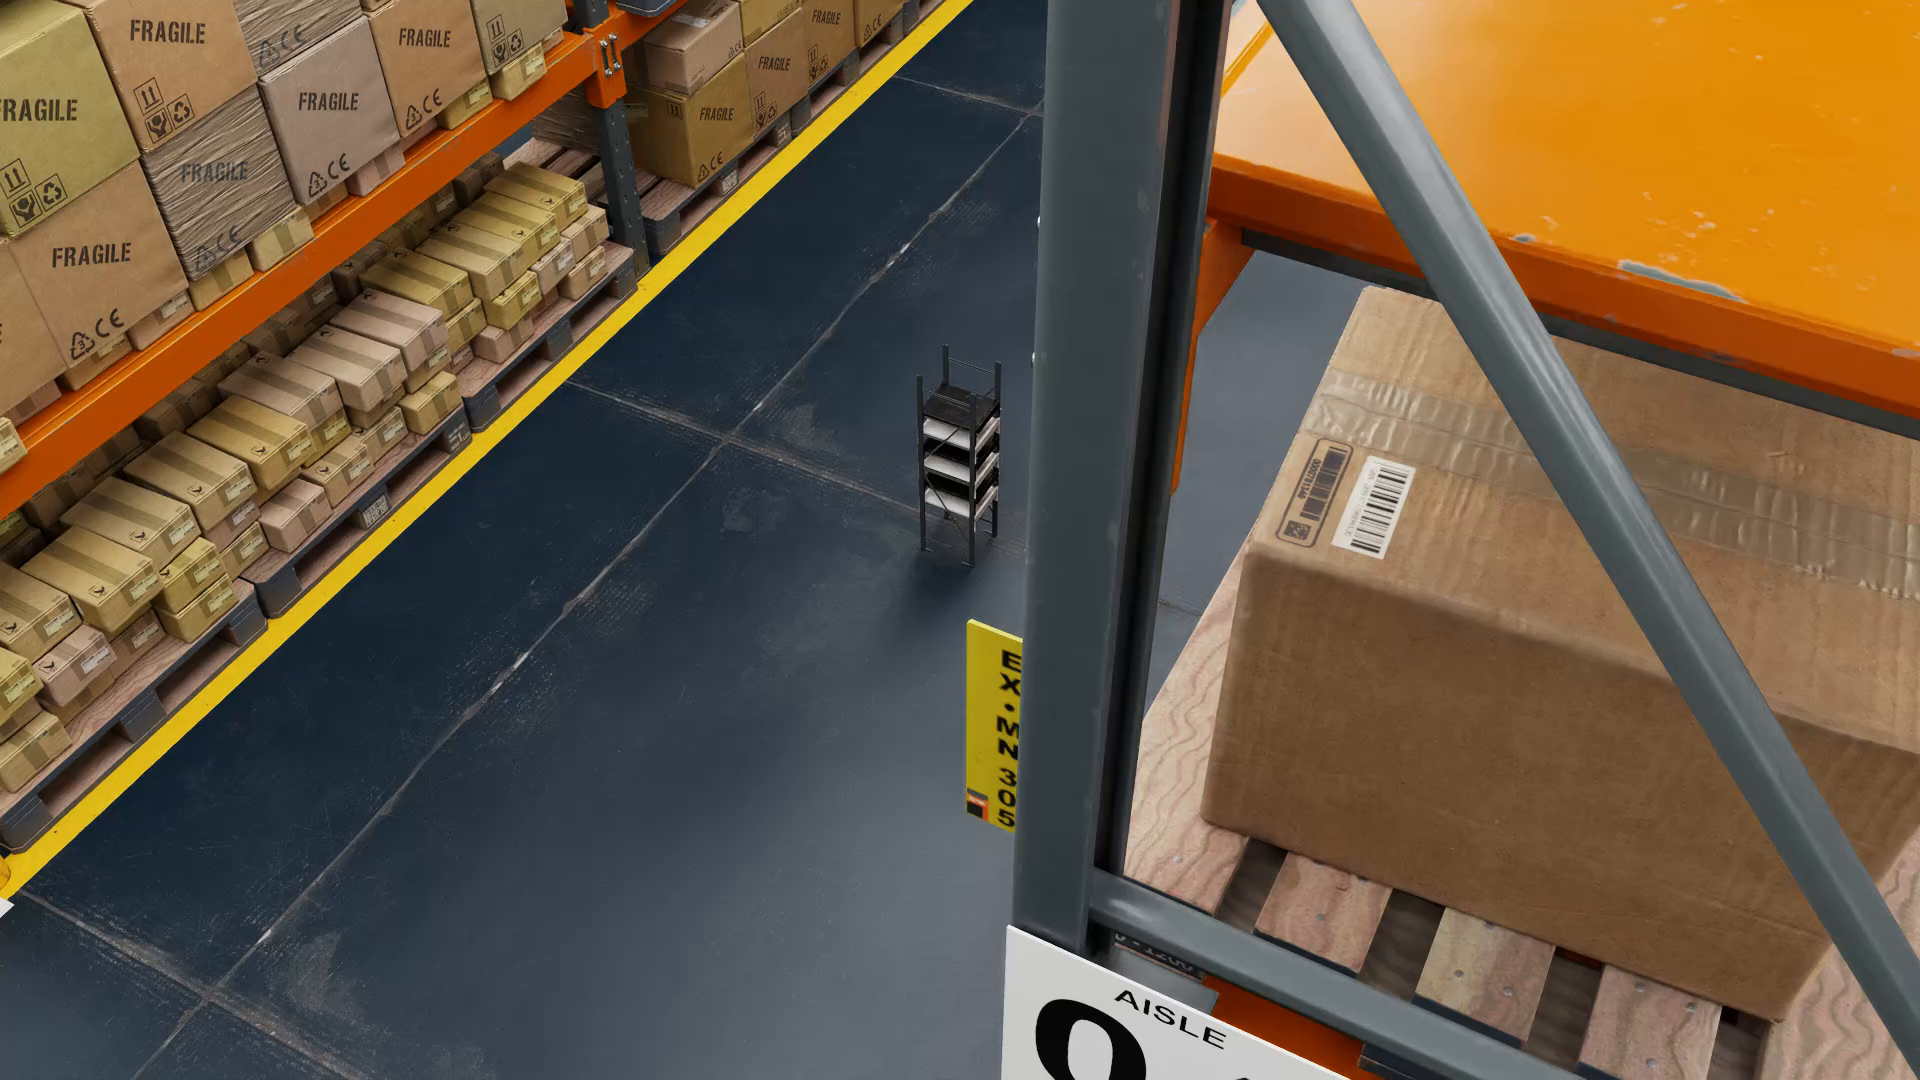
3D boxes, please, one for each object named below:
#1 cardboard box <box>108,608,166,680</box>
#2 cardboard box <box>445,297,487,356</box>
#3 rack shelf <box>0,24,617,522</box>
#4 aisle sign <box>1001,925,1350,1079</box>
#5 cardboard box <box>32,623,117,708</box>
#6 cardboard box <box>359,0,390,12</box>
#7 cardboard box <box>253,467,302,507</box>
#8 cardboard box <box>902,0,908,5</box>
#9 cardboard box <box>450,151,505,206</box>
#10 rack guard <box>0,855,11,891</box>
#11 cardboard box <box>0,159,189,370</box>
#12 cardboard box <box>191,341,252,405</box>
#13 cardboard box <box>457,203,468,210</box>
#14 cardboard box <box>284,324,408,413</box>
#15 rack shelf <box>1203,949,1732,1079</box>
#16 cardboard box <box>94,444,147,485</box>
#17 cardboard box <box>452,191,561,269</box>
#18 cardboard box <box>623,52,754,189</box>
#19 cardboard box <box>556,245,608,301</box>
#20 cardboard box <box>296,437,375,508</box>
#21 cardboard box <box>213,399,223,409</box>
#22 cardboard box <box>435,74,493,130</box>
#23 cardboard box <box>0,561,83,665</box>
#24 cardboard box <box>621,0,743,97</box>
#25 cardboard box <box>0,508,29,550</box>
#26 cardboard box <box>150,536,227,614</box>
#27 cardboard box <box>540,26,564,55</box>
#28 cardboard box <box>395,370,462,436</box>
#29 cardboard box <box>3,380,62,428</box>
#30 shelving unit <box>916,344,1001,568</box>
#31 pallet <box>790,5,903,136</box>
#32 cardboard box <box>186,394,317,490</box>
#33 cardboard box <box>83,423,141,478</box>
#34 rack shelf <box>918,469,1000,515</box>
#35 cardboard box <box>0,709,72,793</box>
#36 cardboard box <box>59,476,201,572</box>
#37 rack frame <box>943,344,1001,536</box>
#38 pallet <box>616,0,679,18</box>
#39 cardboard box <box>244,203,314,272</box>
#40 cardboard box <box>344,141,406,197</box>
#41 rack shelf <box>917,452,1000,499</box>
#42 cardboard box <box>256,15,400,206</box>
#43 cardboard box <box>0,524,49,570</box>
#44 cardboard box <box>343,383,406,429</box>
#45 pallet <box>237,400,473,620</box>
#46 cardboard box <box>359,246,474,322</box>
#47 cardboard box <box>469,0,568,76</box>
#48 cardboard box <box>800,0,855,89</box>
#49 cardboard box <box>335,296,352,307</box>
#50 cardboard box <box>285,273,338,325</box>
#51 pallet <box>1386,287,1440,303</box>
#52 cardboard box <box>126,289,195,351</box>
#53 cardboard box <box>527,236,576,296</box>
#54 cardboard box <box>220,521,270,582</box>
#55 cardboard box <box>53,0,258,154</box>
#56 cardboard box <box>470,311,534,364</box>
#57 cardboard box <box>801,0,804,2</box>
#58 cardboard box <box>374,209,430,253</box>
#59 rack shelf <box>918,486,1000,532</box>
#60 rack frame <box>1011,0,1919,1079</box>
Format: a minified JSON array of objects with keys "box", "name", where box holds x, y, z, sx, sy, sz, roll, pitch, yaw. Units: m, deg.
[{"box":[-3.135,0.314,6.040,0.380,0.149,0.250,21,49,19],"name":"cardboard box"},{"box":[-2.254,-0.957,7.087,0.380,0.149,0.250,21,49,19],"name":"cardboard box"},{"box":[-2.892,-0.972,6.108,1.077,0.370,4.000,20,49,19],"name":"rack shelf"},{"box":[0.227,0.769,2.054,0.394,0.787,0.004,20,49,19],"name":"aisle sign"},{"box":[-3.172,0.386,5.760,0.380,0.149,0.250,20,49,19],"name":"cardboard box"},{"box":[-2.177,-2.263,5.896,0.500,0.500,0.500,19,48,18],"name":"cardboard box"},{"box":[-2.794,-0.307,6.444,0.380,0.149,0.250,23,50,21],"name":"cardboard box"},{"box":[-0.425,-3.447,9.510,0.500,0.500,0.500,22,49,21],"name":"cardboard box"},{"box":[-2.307,-1.691,7.603,0.380,0.149,0.250,22,49,21],"name":"cardboard box"},{"box":[-3.785,0.866,5.543,1.175,0.500,0.348,20,49,19],"name":"rack guard"},{"box":[-2.902,-0.947,5.297,0.500,0.500,0.500,21,49,20],"name":"cardboard box"},{"box":[-3.055,-0.715,6.639,0.380,0.149,0.250,21,49,19],"name":"cardboard box"},{"box":[-2.415,-1.612,7.735,0.380,0.149,0.250,23,50,21],"name":"cardboard box"},{"box":[-2.438,-0.684,6.608,0.380,0.149,0.250,19,48,18],"name":"cardboard box"},{"box":[1.455,-0.325,3.359,1.077,0.370,4.000,20,49,19],"name":"rack shelf"},{"box":[-3.359,-0.300,6.438,0.380,0.149,0.250,21,49,20],"name":"cardboard box"},{"box":[-1.981,-1.356,7.272,0.380,0.149,0.250,21,49,20],"name":"cardboard box"},{"box":[-1.385,-2.132,8.210,0.500,0.500,0.500,22,49,21],"name":"cardboard box"},{"box":[-1.843,-1.271,7.606,0.380,0.149,0.250,21,49,20],"name":"cardboard box"},{"box":[-2.587,-0.314,6.661,0.380,0.149,0.250,20,49,19],"name":"cardboard box"},{"box":[-3.120,-0.638,6.772,0.380,0.149,0.250,21,49,19],"name":"cardboard box"},{"box":[-2.088,-1.793,6.589,0.380,0.149,0.250,22,49,21],"name":"cardboard box"},{"box":[-3.254,0.249,5.686,0.380,0.149,0.250,21,49,20],"name":"cardboard box"},{"box":[-1.386,-2.396,7.944,0.500,0.250,0.500,18,48,17],"name":"cardboard box"},{"box":[-3.623,-0.081,6.012,0.380,0.149,0.250,19,48,18],"name":"cardboard box"},{"box":[-2.922,0.076,6.066,0.380,0.149,0.250,22,49,20],"name":"cardboard box"},{"box":[-1.888,-2.140,6.932,0.380,0.149,0.250,20,49,19],"name":"cardboard box"},{"box":[-2.324,-0.619,6.962,0.380,0.149,0.250,20,49,19],"name":"cardboard box"},{"box":[-3.127,-0.507,5.319,0.380,0.149,0.250,23,50,21],"name":"cardboard box"},{"box":[-0.004,-0.311,6.425,0.258,0.900,0.210,20,49,19],"name":"shelving unit"},{"box":[-1.038,-2.767,9.337,1.003,0.211,1.213,20,49,19],"name":"pallet"},{"box":[-2.682,-0.373,6.301,0.380,0.149,0.250,21,49,20],"name":"cardboard box"},{"box":[-3.372,-0.411,6.338,0.380,0.149,0.250,22,49,20],"name":"cardboard box"},{"box":[-0.004,-0.225,6.513,0.258,0.077,0.200,20,49,19],"name":"rack shelf"},{"box":[-3.293,0.665,5.693,0.380,0.149,0.250,21,49,20],"name":"cardboard box"},{"box":[-2.982,-0.051,5.982,0.380,0.149,0.250,18,48,17],"name":"cardboard box"},{"box":[0.043,-0.375,6.488,0.240,0.900,0.006,20,49,19],"name":"rack frame"},{"box":[-1.479,-2.851,7.594,1.003,0.211,1.213,20,49,19],"name":"pallet"},{"box":[-2.550,-1.131,5.935,0.380,0.149,0.250,21,49,20],"name":"cardboard box"},{"box":[-2.330,-1.457,6.258,0.380,0.149,0.250,18,48,17],"name":"cardboard box"},{"box":[-0.004,-0.288,6.449,0.258,0.077,0.200,20,49,19],"name":"rack shelf"},{"box":[-2.412,-1.587,5.930,0.500,0.500,0.500,20,49,19],"name":"cardboard box"},{"box":[-3.588,0.030,6.111,0.380,0.149,0.250,19,48,17],"name":"cardboard box"},{"box":[-2.498,-0.628,6.762,0.380,0.149,0.250,18,48,17],"name":"cardboard box"},{"box":[-2.809,-0.299,6.897,1.003,0.211,1.213,20,49,19],"name":"pallet"},{"box":[-2.280,-1.059,6.978,0.380,0.149,0.250,22,49,20],"name":"cardboard box"},{"box":[-1.937,-2.227,6.562,0.500,0.500,0.500,21,49,19],"name":"cardboard box"},{"box":[-0.910,-2.800,8.871,0.500,0.500,0.500,21,49,20],"name":"cardboard box"},{"box":[-2.662,-1.089,7.217,0.380,0.149,0.250,18,48,17],"name":"cardboard box"},{"box":[-2.852,-1.056,6.976,0.380,0.149,0.250,21,49,20],"name":"cardboard box"},{"box":[1.427,-0.529,3.118,1.003,0.211,1.213,20,49,19],"name":"pallet"},{"box":[-2.839,-0.816,5.624,0.380,0.149,0.250,20,49,18],"name":"cardboard box"},{"box":[-1.942,-1.257,7.384,0.380,0.149,0.250,18,48,17],"name":"cardboard box"},{"box":[-2.885,-0.003,6.353,0.380,0.149,0.250,21,49,19],"name":"cardboard box"},{"box":[-2.653,-1.614,5.254,0.500,0.500,0.500,19,48,18],"name":"cardboard box"},{"box":[-2.104,-0.947,7.286,0.380,0.149,0.250,19,48,18],"name":"cardboard box"},{"box":[-0.900,-3.052,8.592,0.500,0.250,0.500,22,49,20],"name":"cardboard box"},{"box":[-2.561,-1.362,7.278,0.380,0.149,0.250,20,49,19],"name":"cardboard box"},{"box":[-0.004,-0.161,6.577,0.258,0.077,0.200,20,49,19],"name":"rack shelf"},{"box":[0.526,-0.373,0.791,1.000,3.000,0.127,20,49,19],"name":"rack frame"}]
